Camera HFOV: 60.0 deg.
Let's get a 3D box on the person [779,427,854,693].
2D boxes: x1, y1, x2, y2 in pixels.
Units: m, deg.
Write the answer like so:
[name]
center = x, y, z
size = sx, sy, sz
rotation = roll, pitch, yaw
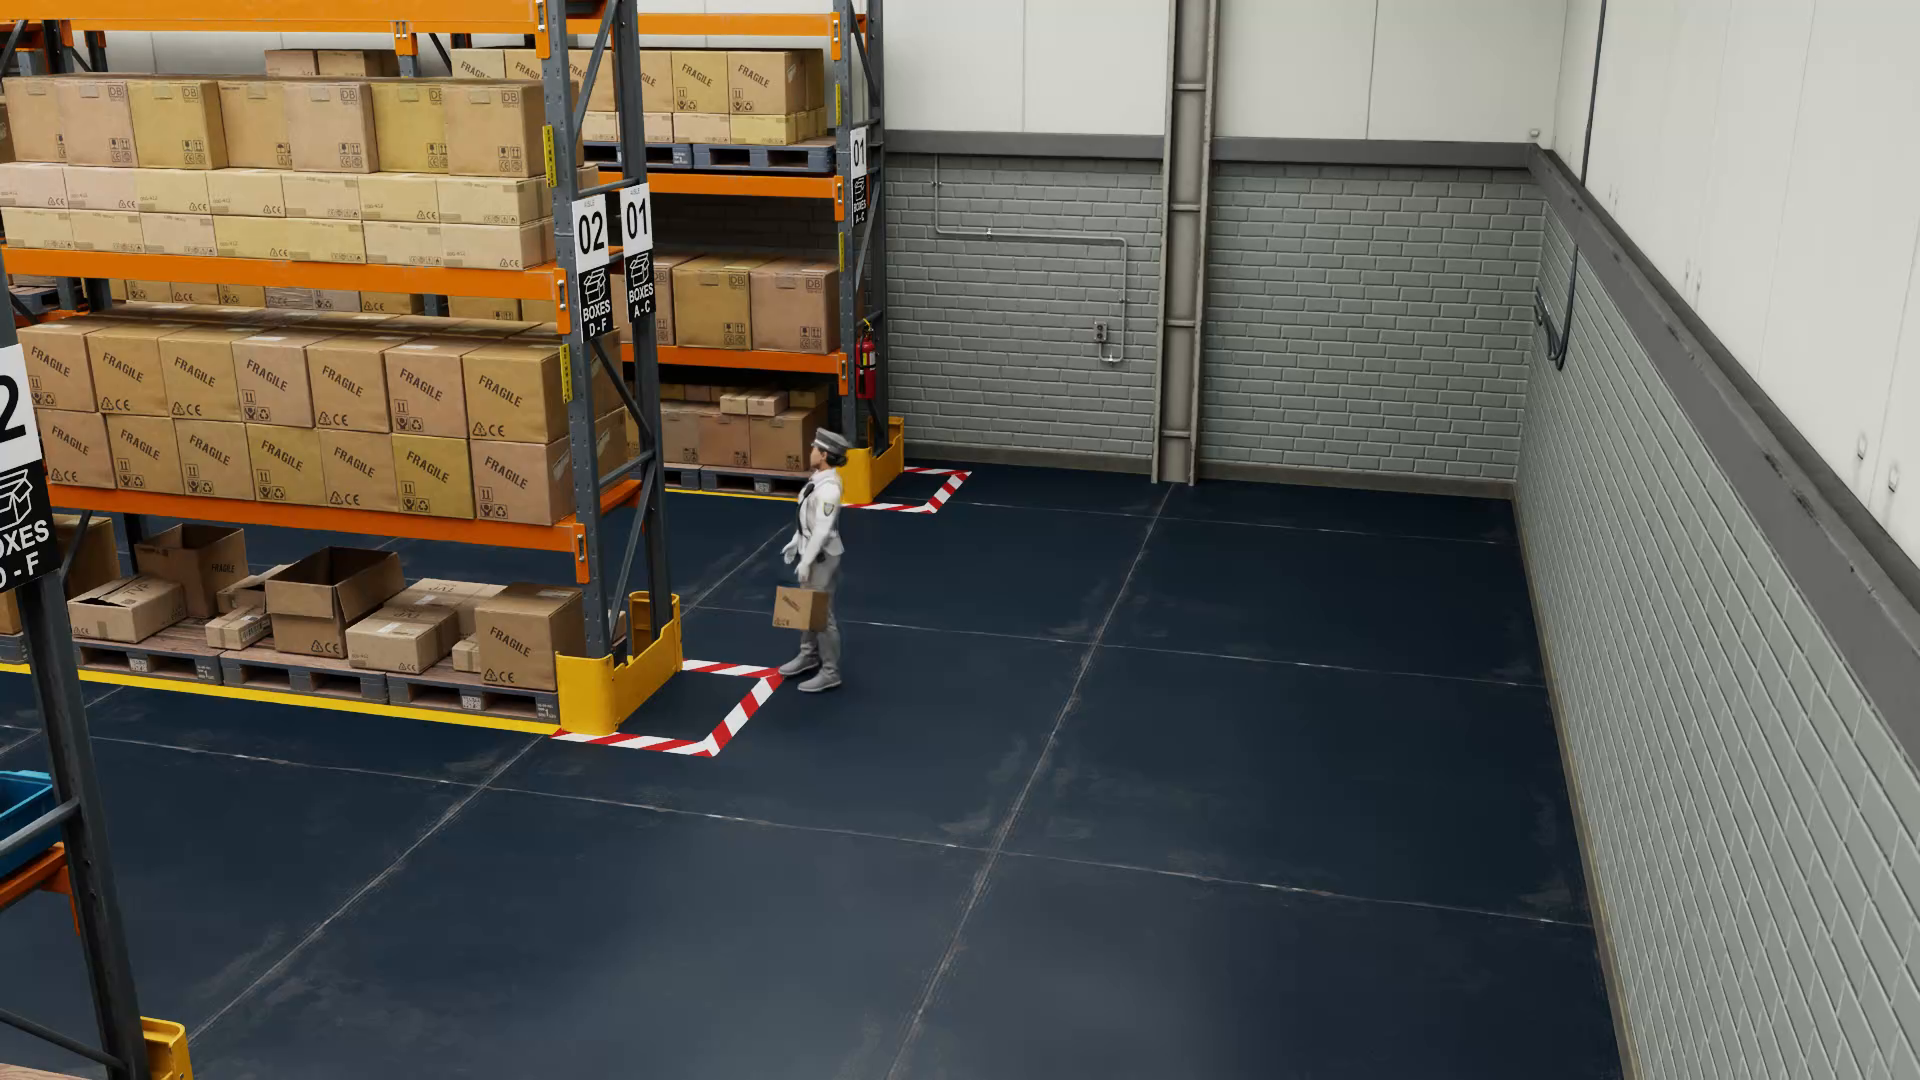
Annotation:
[person]
center = -0.925, 0.116, 10.660
size = 0.521, 1.699, 0.498
rotation = -3, 19, -8
